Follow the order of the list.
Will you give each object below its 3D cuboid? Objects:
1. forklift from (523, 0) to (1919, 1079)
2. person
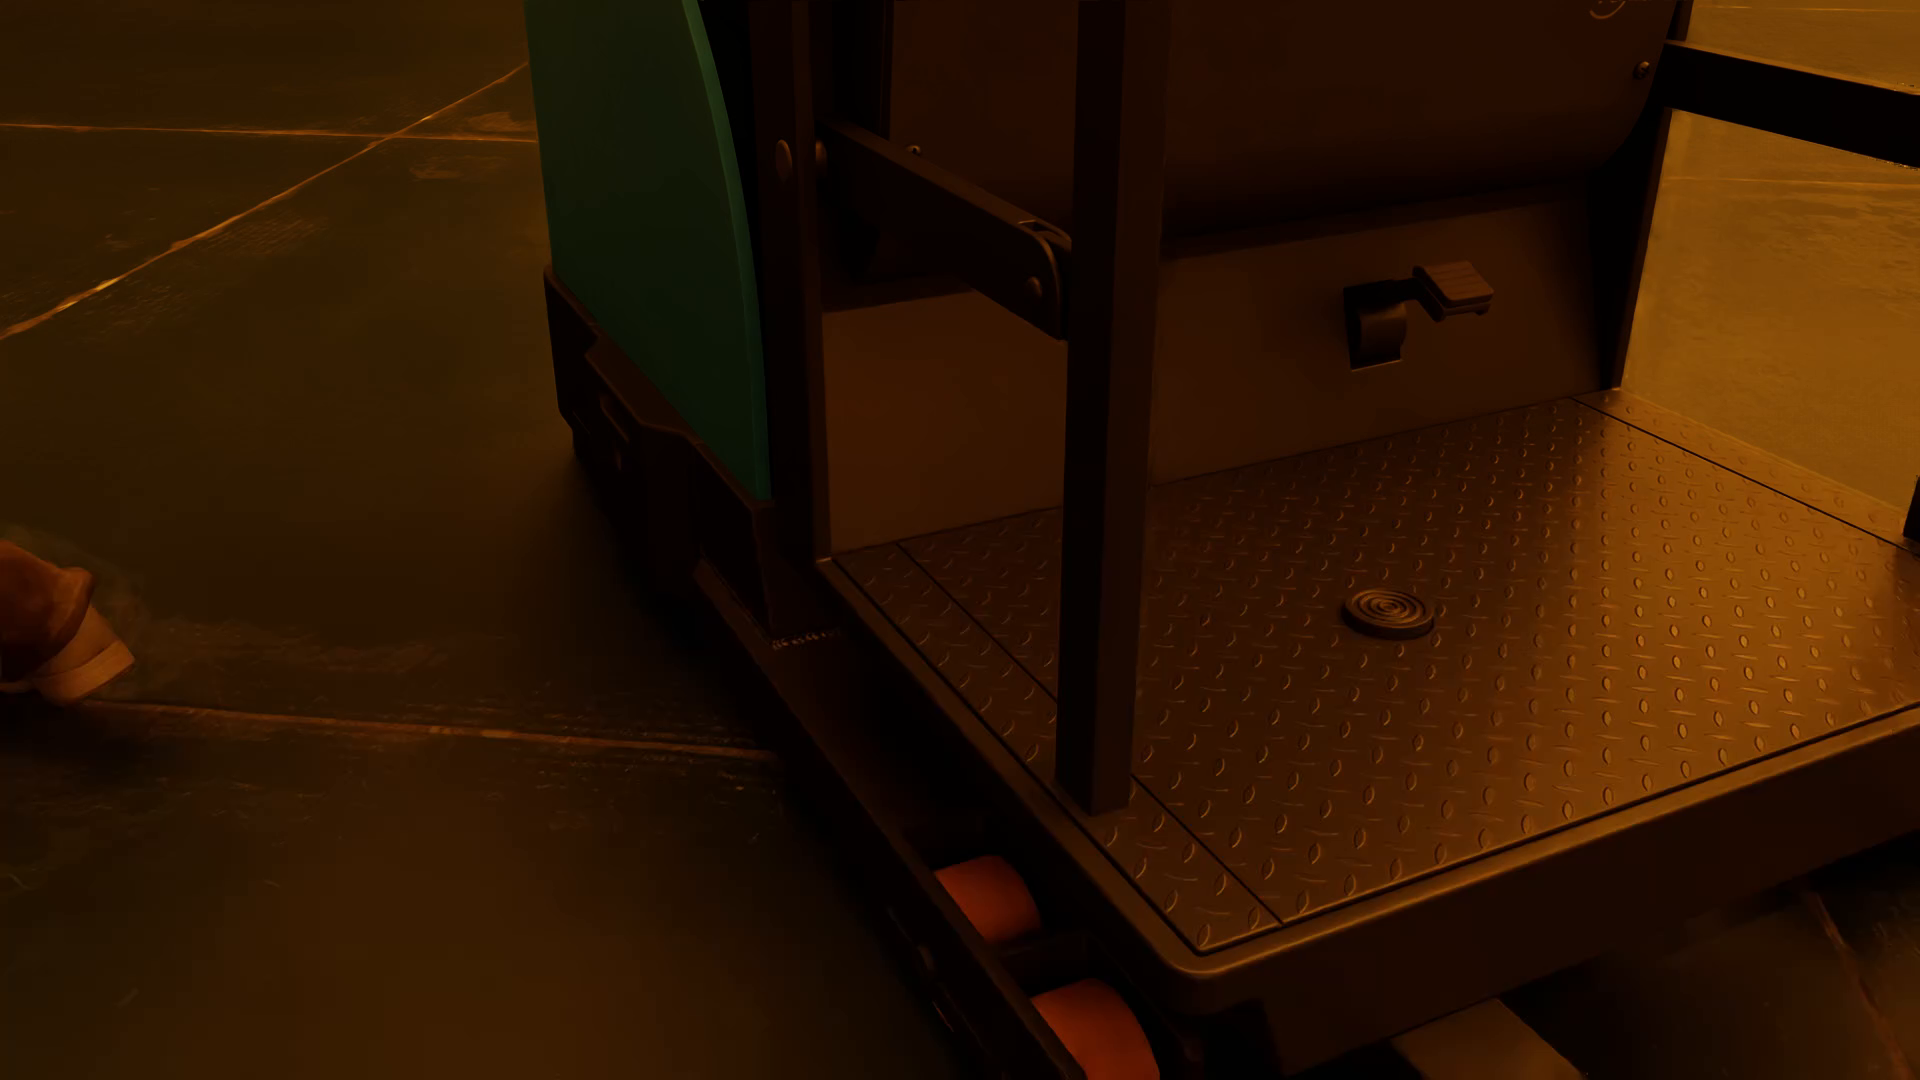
[{"bbox_3d":[0.429,-0.994,1.209,1.130,2.935,3.031,-12,29,-23],"label":"forklift"},{"bbox_3d":[-1.597,-0.417,1.635,1.096,1.553,1.020,13,29,24],"label":"person"}]
